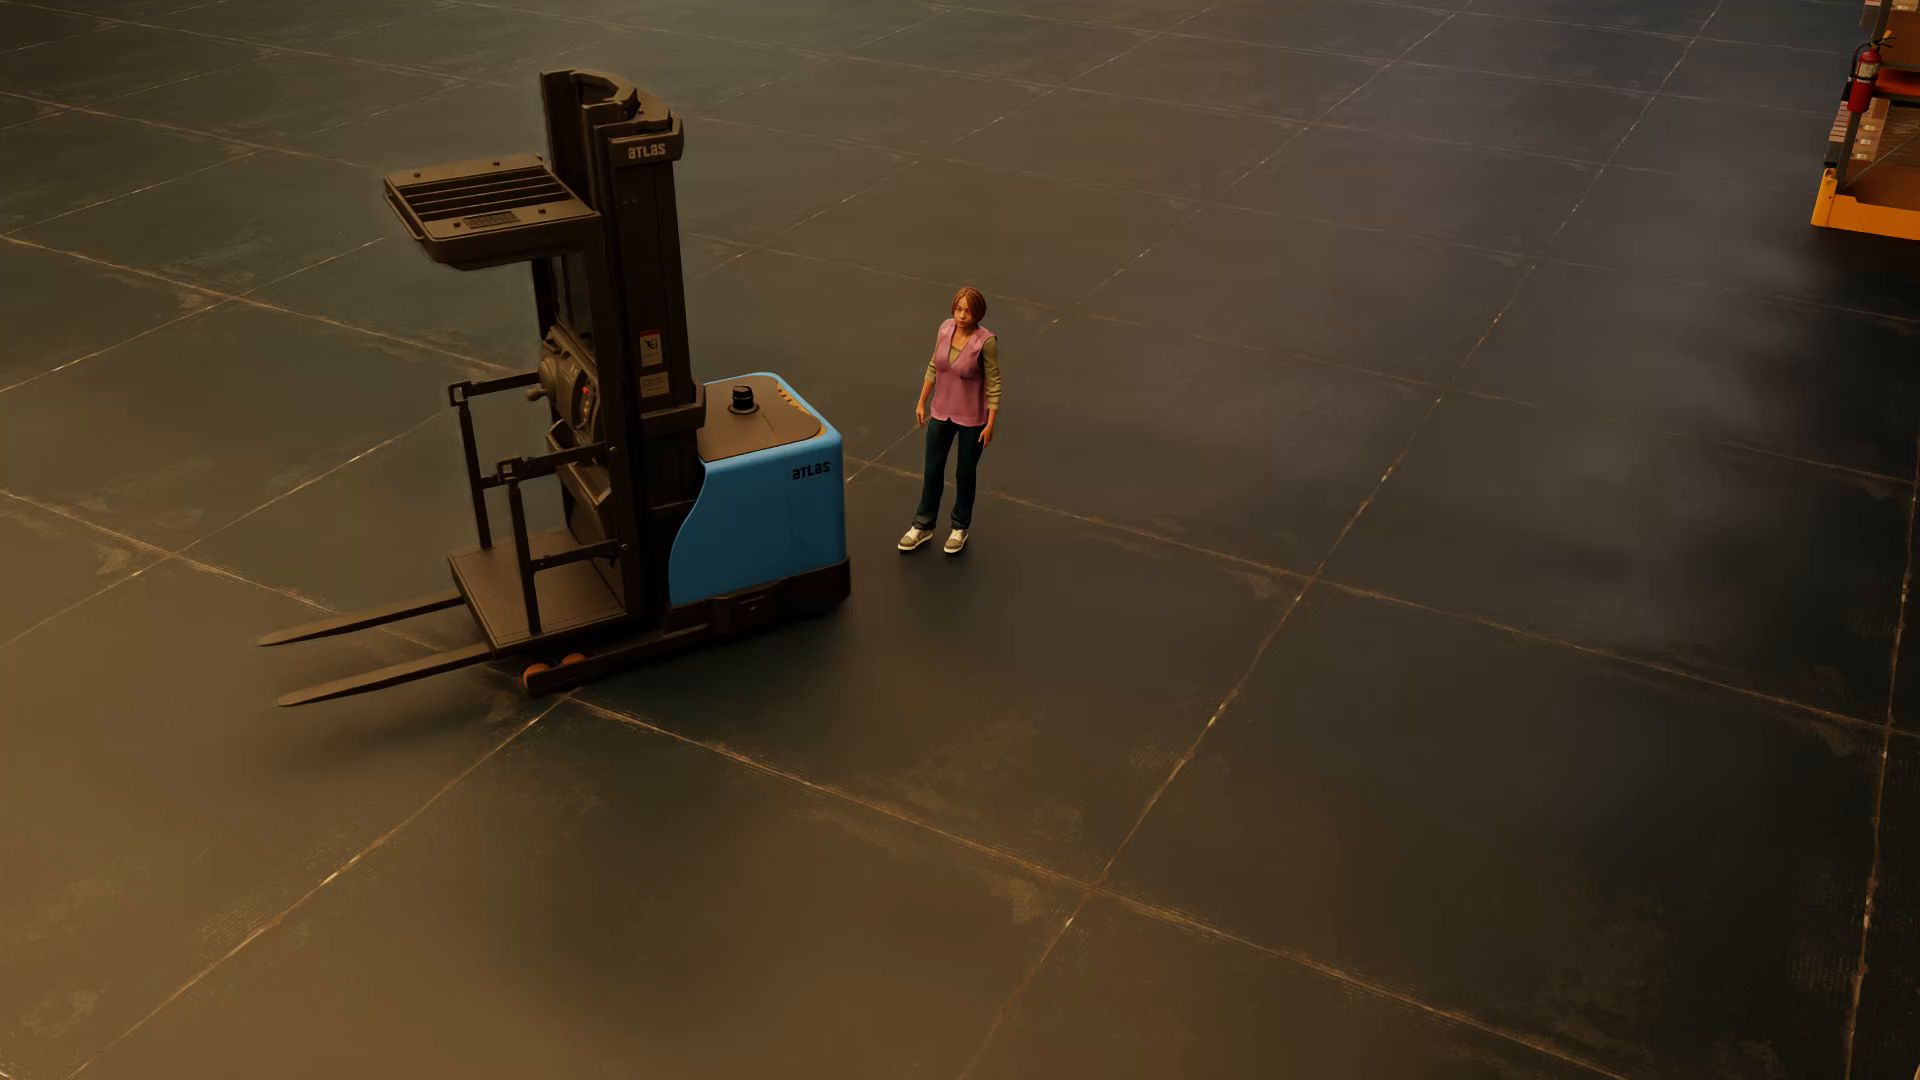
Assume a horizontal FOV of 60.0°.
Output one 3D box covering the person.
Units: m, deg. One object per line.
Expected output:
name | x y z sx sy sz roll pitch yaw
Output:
person | -0.048 -0.669 9.550 0.520 1.597 0.476 15 33 25

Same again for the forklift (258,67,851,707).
forklift | -2.160 -0.765 8.396 3.031 2.935 1.130 -15 33 -24
